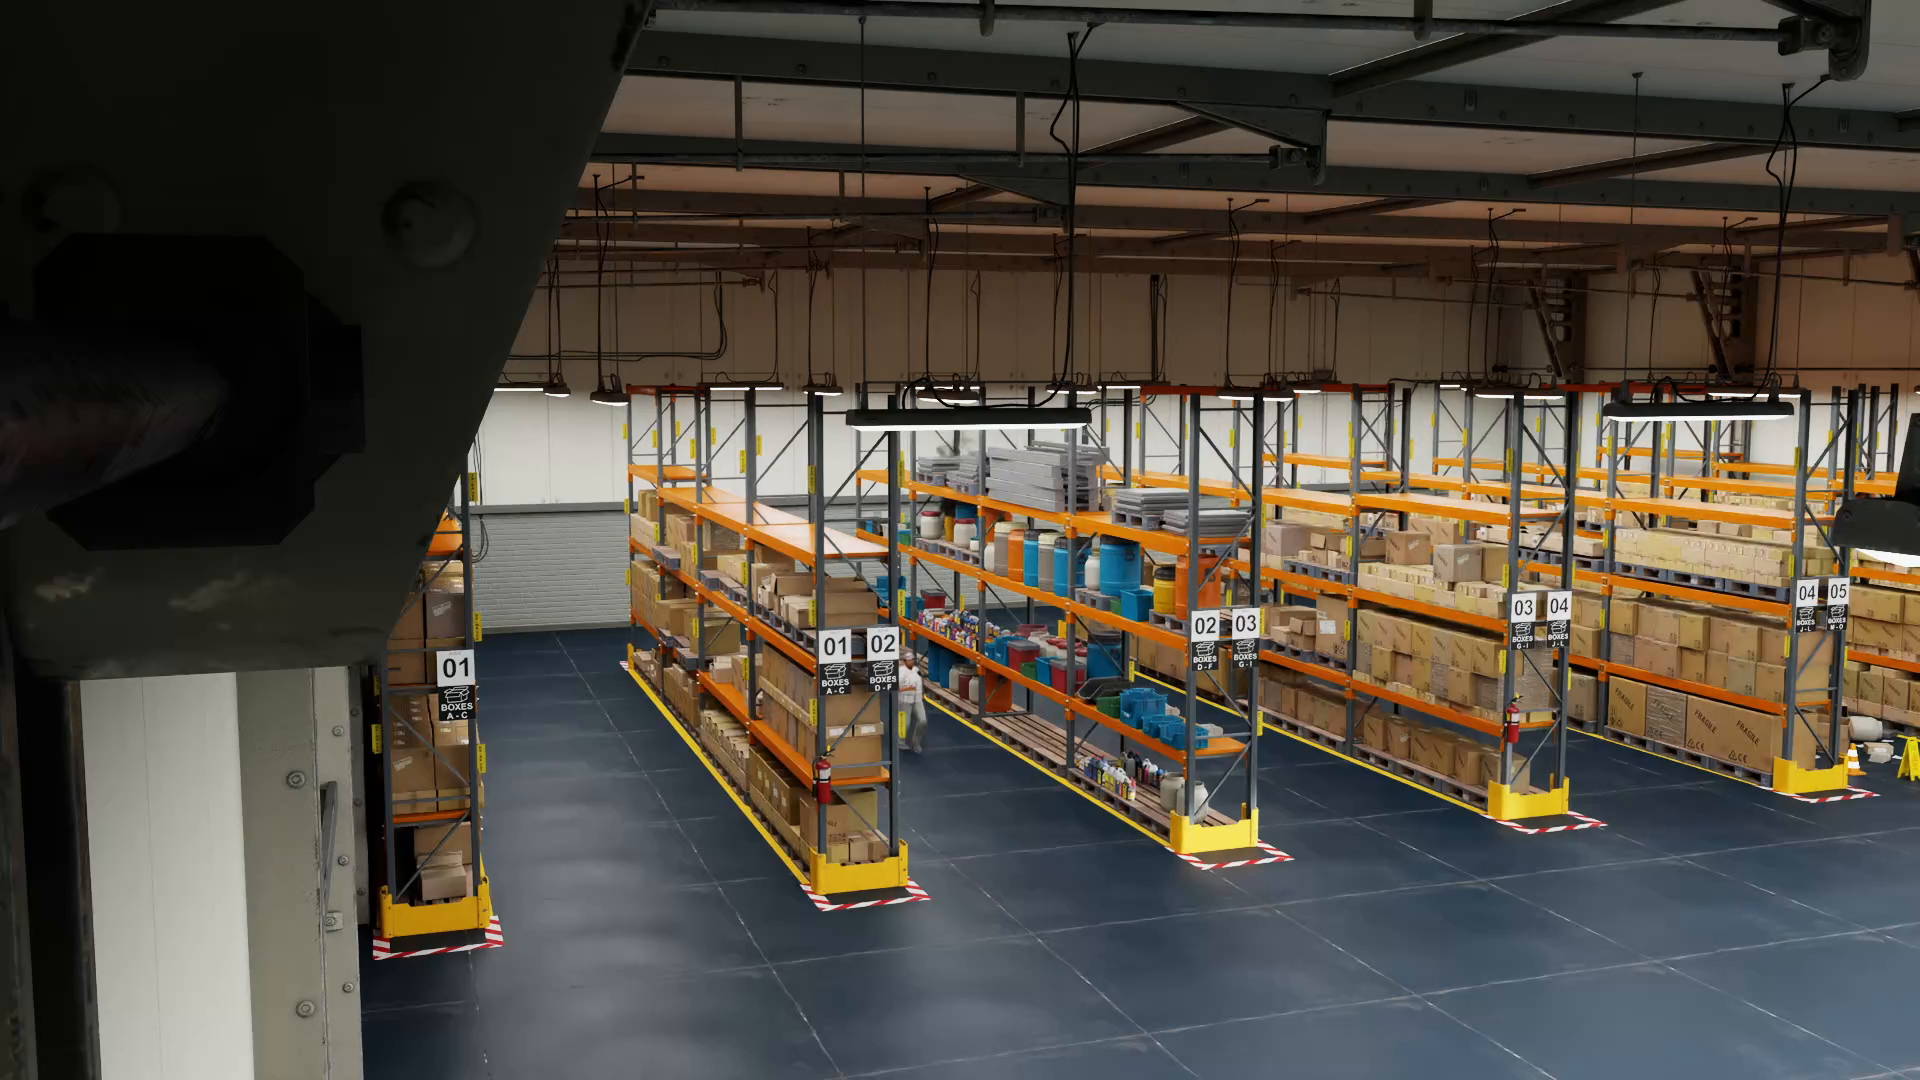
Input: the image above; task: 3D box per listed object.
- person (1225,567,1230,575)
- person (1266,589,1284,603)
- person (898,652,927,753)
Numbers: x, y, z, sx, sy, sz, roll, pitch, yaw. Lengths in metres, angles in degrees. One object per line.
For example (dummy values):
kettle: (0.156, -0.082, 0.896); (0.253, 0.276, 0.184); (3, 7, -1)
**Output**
person: (6.179, 1.518, 38.645); (0.702, 1.634, 0.716); (-2, 6, -22)
person: (7.900, 1.239, 41.541); (0.573, 1.642, 0.620); (-2, 6, -16)
person: (-0.803, 2.692, 27.391); (0.586, 1.695, 0.660); (-3, 7, -29)
